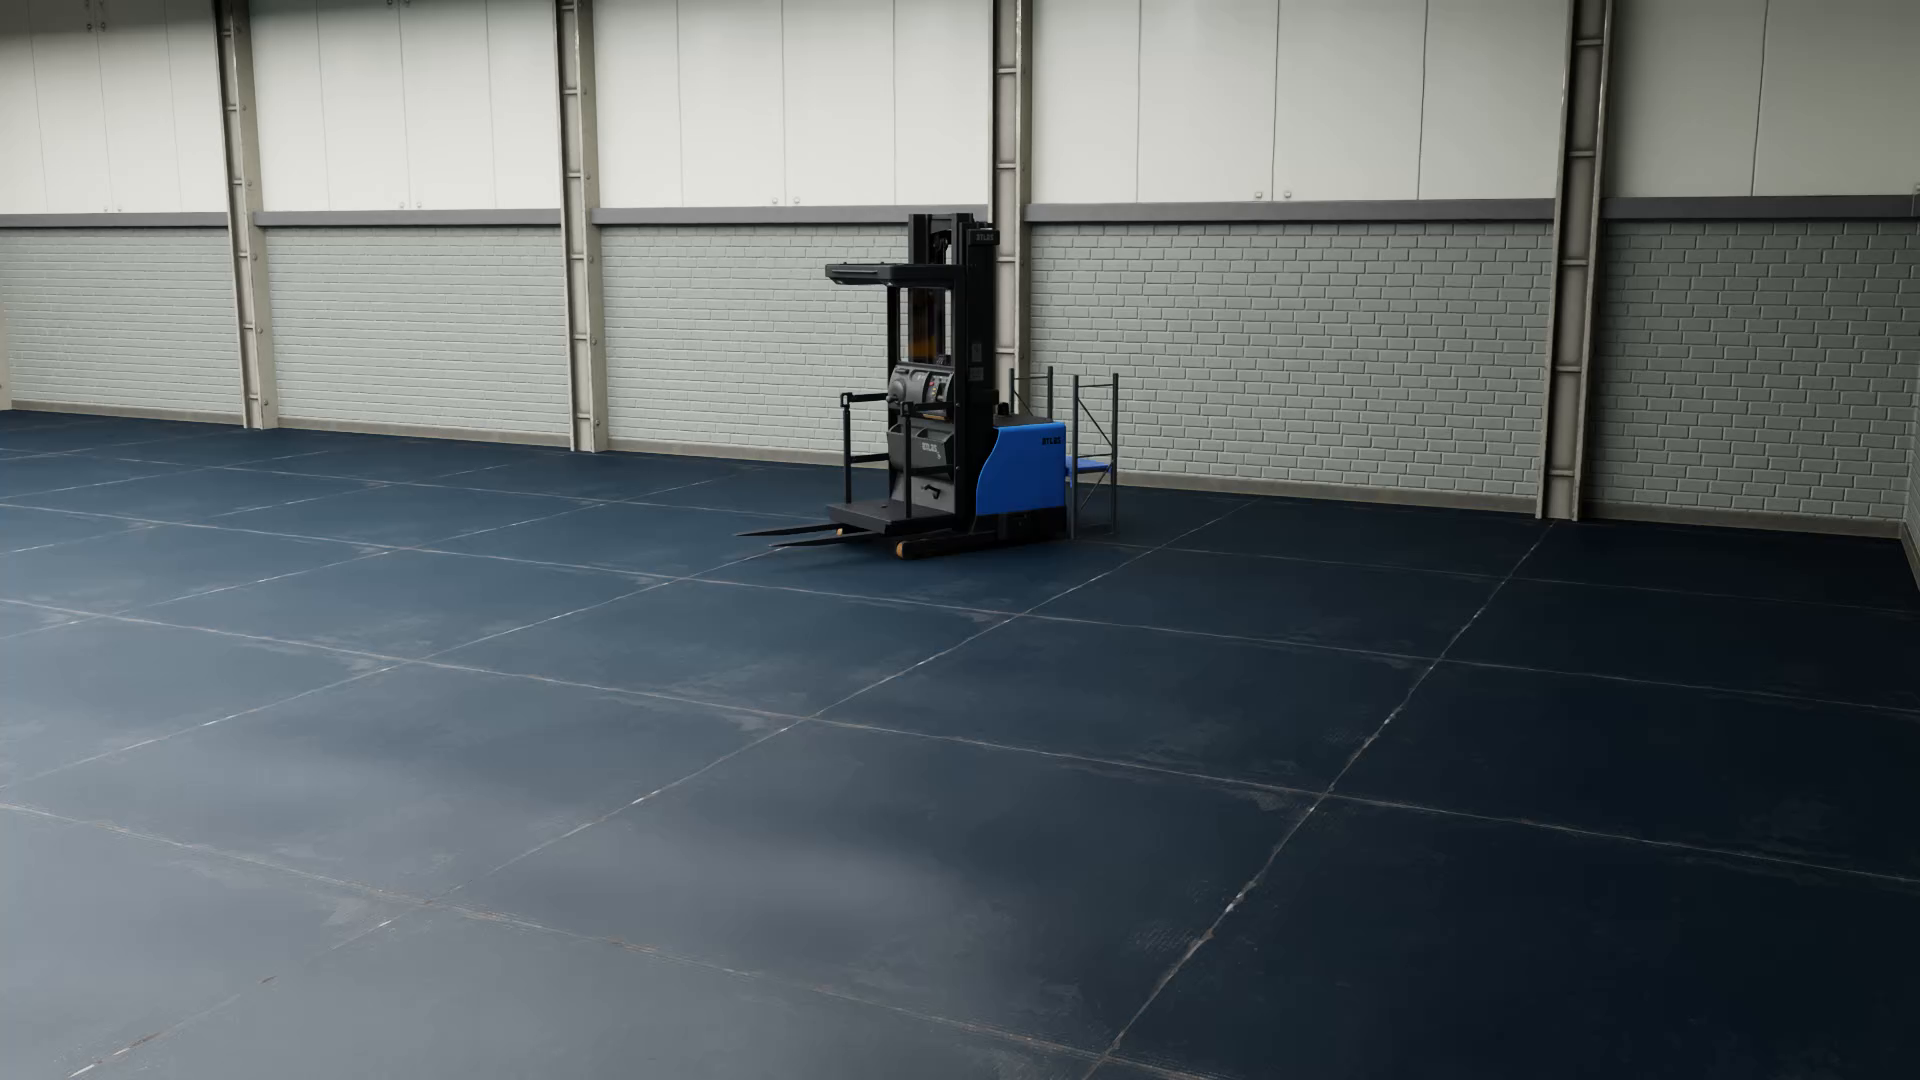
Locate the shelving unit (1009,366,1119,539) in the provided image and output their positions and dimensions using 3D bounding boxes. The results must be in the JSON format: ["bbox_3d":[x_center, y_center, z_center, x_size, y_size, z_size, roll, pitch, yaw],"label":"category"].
[{"bbox_3d":[0.961,-0.847,15.701,0.538,1.500,1.048,-7,12,-32],"label":"shelving unit"}]

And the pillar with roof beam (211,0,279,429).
[{"bbox_3d":[-12.114,-5.385,19.716,0.400,9.000,9.100,5,11,26],"label":"pillar with roof beam"}]

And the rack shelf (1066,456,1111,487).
[{"bbox_3d":[0.961,-0.670,15.733,0.538,0.185,1.000,-7,12,-32],"label":"rack shelf"}]

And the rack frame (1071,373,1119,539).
[{"bbox_3d":[1.239,-0.771,15.282,0.500,1.500,0.032,-7,12,-32],"label":"rack frame"}]

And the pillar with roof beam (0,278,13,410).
[{"bbox_3d":[-17.495,-5.858,22.328,0.400,9.000,9.100,5,11,26],"label":"pillar with roof beam"}]

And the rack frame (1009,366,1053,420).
[{"bbox_3d":[0.684,-0.923,16.120,0.500,1.500,0.032,-7,12,-32],"label":"rack frame"}]

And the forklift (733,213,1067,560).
[{"bbox_3d":[-0.516,-1.378,14.613,3.031,2.935,1.130,-7,12,-34],"label":"forklift"}]

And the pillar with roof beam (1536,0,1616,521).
[{"bbox_3d":[4.028,-3.966,11.878,0.400,9.000,9.100,5,11,26],"label":"pillar with roof beam"}]

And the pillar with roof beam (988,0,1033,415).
[{"bbox_3d":[-1.353,-4.439,14.491,0.400,9.000,9.100,5,11,26],"label":"pillar with roof beam"}]

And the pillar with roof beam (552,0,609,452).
[{"bbox_3d":[-6.734,-4.912,17.103,0.400,9.000,9.100,5,11,26],"label":"pillar with roof beam"}]
